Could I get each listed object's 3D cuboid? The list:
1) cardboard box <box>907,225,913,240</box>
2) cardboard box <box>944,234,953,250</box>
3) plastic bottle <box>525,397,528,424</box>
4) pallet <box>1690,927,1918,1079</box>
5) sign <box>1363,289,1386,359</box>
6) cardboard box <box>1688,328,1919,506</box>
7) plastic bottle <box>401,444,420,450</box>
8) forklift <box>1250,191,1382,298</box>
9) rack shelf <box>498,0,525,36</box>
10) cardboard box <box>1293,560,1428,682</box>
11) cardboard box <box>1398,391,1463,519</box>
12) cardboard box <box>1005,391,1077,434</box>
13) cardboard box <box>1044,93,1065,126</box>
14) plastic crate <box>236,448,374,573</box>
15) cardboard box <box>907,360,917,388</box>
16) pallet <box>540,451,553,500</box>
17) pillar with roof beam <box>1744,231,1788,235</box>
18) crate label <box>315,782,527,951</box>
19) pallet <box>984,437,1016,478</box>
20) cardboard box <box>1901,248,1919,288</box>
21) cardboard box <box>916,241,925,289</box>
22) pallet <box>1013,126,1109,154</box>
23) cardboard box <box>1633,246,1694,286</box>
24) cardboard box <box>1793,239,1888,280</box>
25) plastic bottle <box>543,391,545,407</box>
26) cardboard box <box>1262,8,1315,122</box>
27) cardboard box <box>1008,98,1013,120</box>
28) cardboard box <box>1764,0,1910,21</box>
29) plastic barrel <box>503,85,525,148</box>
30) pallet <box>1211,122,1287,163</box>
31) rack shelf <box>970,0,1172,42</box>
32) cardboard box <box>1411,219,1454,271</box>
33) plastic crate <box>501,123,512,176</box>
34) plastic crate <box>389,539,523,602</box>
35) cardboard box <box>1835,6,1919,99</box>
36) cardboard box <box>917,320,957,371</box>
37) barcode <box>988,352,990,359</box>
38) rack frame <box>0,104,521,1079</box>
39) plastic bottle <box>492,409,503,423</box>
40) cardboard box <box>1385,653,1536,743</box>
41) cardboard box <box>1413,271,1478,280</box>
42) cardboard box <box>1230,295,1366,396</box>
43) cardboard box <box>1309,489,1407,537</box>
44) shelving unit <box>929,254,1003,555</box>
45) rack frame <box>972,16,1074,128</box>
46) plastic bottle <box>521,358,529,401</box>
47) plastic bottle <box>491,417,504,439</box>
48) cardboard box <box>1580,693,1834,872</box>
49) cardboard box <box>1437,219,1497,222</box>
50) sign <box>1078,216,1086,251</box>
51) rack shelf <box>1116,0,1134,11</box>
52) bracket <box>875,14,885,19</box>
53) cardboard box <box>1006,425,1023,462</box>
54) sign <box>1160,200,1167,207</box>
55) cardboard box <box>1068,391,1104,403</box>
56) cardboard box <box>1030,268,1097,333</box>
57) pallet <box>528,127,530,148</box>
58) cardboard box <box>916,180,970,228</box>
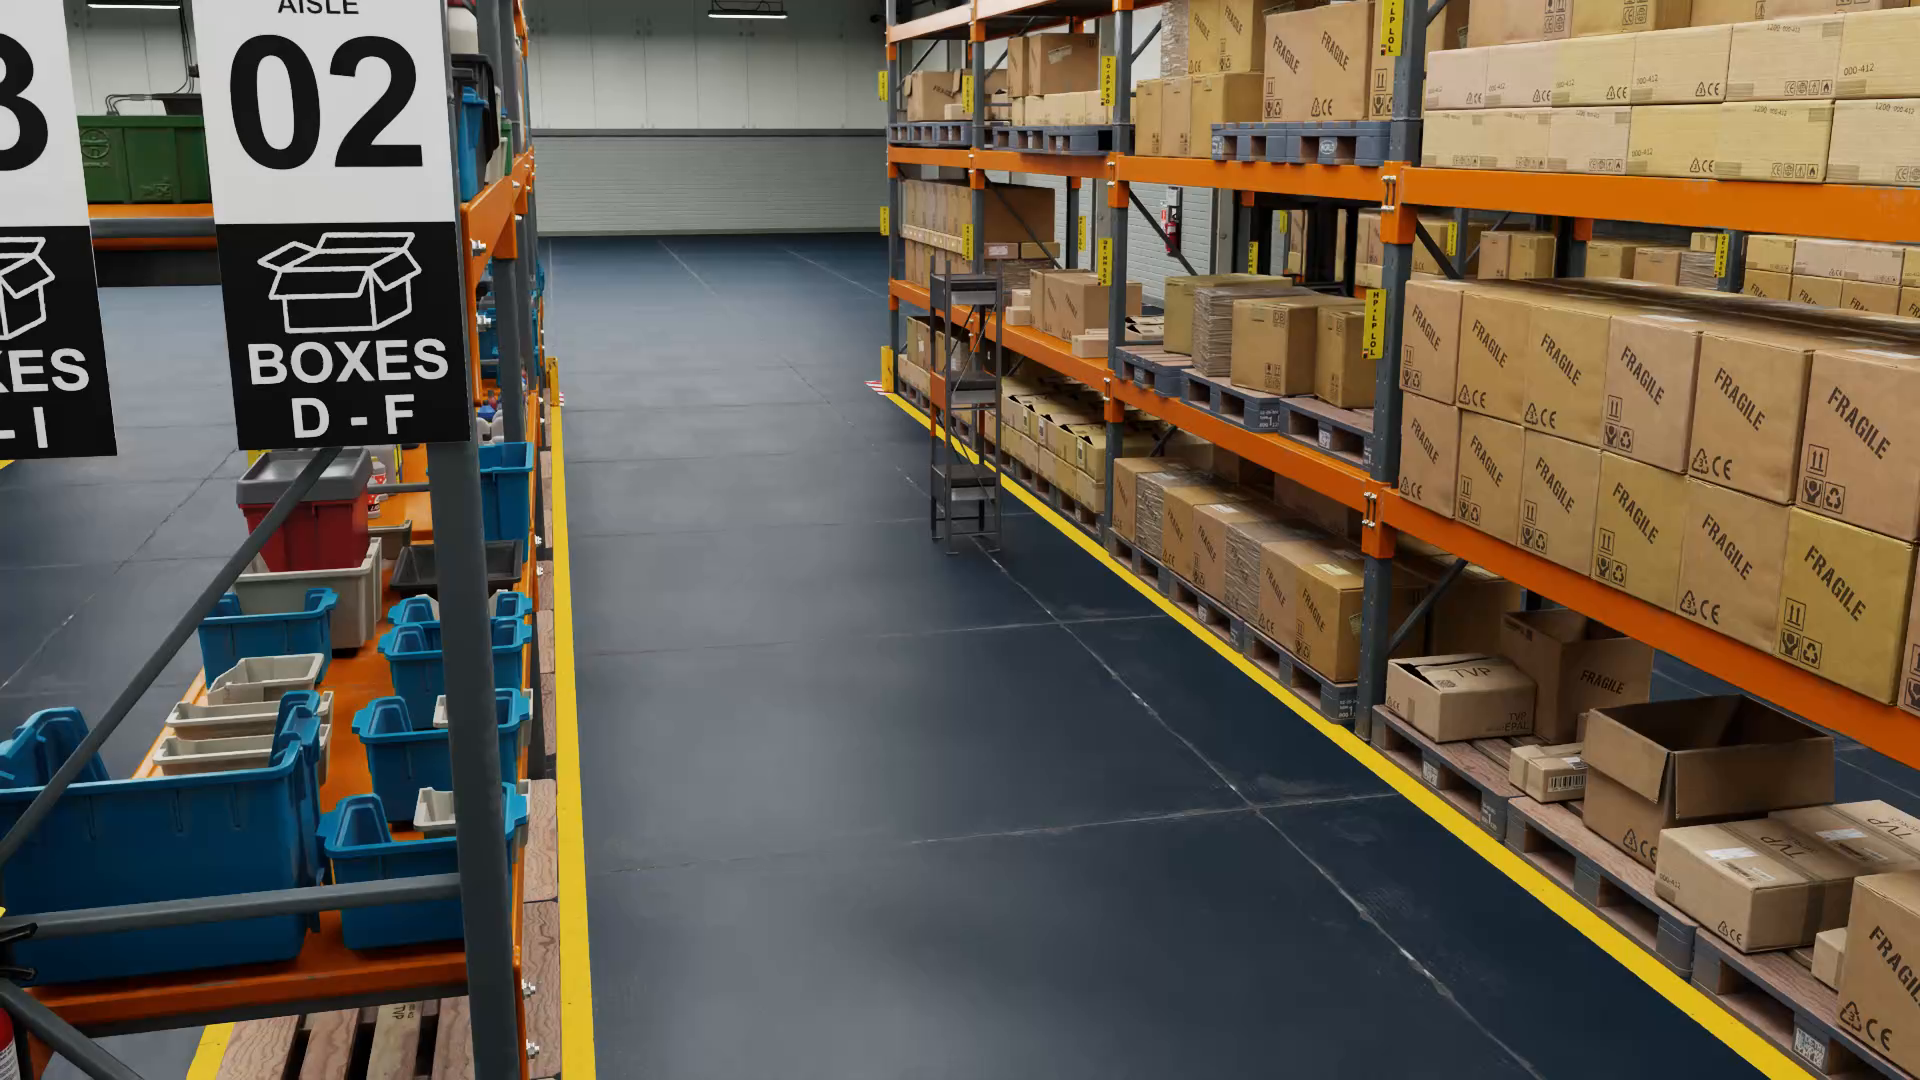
[{"bbox_3d":[-0.381,-3.455,18.671,0.380,0.149,0.250,-4,14,-15],"label":"cardboard box"},{"bbox_3d":[0.042,-3.039,16.969,0.380,0.149,0.250,-3,14,-12],"label":"cardboard box"},{"bbox_3d":[-2.578,-0.775,9.696,0.097,0.201,0.097,0,14,0],"label":"plastic bottle"},{"bbox_3d":[3.223,1.590,5.475,1.003,0.211,1.213,-3,14,-13],"label":"pallet"},{"bbox_3d":[1.951,-1.017,7.829,0.100,0.325,0.005,-3,14,-13],"label":"sign"},{"bbox_3d":[2.812,-0.421,5.512,0.500,0.500,0.500,-3,14,-12],"label":"cardboard box"},{"bbox_3d":[-3.002,-0.674,8.971,0.144,0.351,0.185,-3,14,-13],"label":"plastic bottle"},{"bbox_3d":[3.216,-2.136,14.993,1.130,2.935,3.031,-5,15,-21],"label":"forklift"},{"bbox_3d":[-3.735,-3.966,12.057,1.077,0.370,4.000,-3,14,-13],"label":"rack shelf"},{"bbox_3d":[2.096,0.417,8.742,0.500,0.500,0.500,-3,14,-13],"label":"cardboard box"},{"bbox_3d":[2.345,-0.402,7.541,0.500,0.500,0.500,-3,14,-12],"label":"cardboard box"},{"bbox_3d":[0.701,-1.128,14.451,0.500,0.311,0.500,-4,14,-15],"label":"cardboard box"},{"bbox_3d":[1.001,-3.476,13.443,0.500,0.250,0.500,-5,14,-18],"label":"cardboard box"},{"bbox_3d":[-2.360,-0.051,6.055,0.402,0.464,0.583,-3,14,-13],"label":"plastic crate"},{"bbox_3d":[-0.298,-1.872,18.676,0.500,0.250,0.500,-3,14,-13],"label":"cardboard box"},{"bbox_3d":[-3.982,-0.523,14.122,1.003,0.211,1.213,-3,14,-13],"label":"pallet"},{"bbox_3d":[2.716,-4.708,12.738,9.100,9.000,0.400,-3,14,-13],"label":"pillar with roof beam"},{"bbox_3d":[-1.124,0.689,3.514,0.416,0.233,0.303,-3,14,-13],"label":"crate label"},{"bbox_3d":[0.822,-0.809,15.295,1.003,0.211,1.213,-3,14,-13],"label":"pallet"},{"bbox_3d":[6.595,-1.777,10.922,0.500,0.250,0.500,-4,14,-14],"label":"cardboard box"},{"bbox_3d":[-0.103,-3.074,18.477,0.700,0.500,0.500,-3,14,-12],"label":"cardboard box"},{"bbox_3d":[1.039,-3.184,13.216,1.003,0.211,1.213,-3,14,-11],"label":"pallet"},{"bbox_3d":[6.087,-2.183,13.906,0.700,0.500,0.500,-5,14,-18],"label":"cardboard box"},{"bbox_3d":[6.348,-2.010,11.874,0.500,0.250,0.500,-3,14,-14],"label":"cardboard box"},{"bbox_3d":[-4.254,-1.411,16.694,0.152,0.276,0.135,-3,14,-13],"label":"plastic bottle"},{"bbox_3d":[2.127,-2.672,9.418,0.600,0.600,0.600,-4,14,-15],"label":"cardboard box"},{"bbox_3d":[0.749,-4.240,15.752,0.500,0.500,0.500,-2,14,-9],"label":"cardboard box"},{"bbox_3d":[3.036,-1.902,5.254,0.700,0.500,0.500,-3,14,-13],"label":"cardboard box"},{"bbox_3d":[-3.040,-2.734,10.741,0.421,0.512,0.421,0,14,0],"label":"plastic barrel"},{"bbox_3d":[2.159,-2.245,9.373,1.213,0.211,1.003,-3,14,-13],"label":"pallet"},{"bbox_3d":[1.081,-4.241,13.183,1.077,0.370,4.000,-3,14,-13],"label":"rack shelf"},{"bbox_3d":[4.891,-3.116,17.557,0.500,0.500,0.500,-3,14,-14],"label":"cardboard box"},{"bbox_3d":[-1.932,-1.484,6.308,0.450,0.188,0.662,-3,14,-13],"label":"plastic crate"},{"bbox_3d":[-1.802,0.137,6.000,0.437,0.125,0.590,-3,14,-13],"label":"plastic crate"},{"bbox_3d":[2.943,-1.410,4.821,0.500,0.250,0.500,-3,14,-13],"label":"cardboard box"},{"bbox_3d":[-0.169,-2.121,18.117,0.500,0.500,0.500,-3,14,-13],"label":"cardboard box"},{"bbox_3d":[0.266,-1.715,15.445,0.001,0.075,0.075,-3,14,-13],"label":"barcode"},{"bbox_3d":[-1.386,0.712,3.193,1.000,3.000,0.127,-3,14,-13],"label":"rack frame"},{"bbox_3d":[-2.336,-0.546,8.602,0.152,0.276,0.135,-3,14,-13],"label":"plastic bottle"},{"bbox_3d":[2.378,0.715,7.918,0.500,0.311,0.500,-3,14,-13],"label":"cardboard box"},{"bbox_3d":[5.020,-2.638,17.178,0.500,0.250,0.500,-3,14,-13],"label":"cardboard box"},{"bbox_3d":[2.015,-1.143,9.689,0.700,0.500,0.500,-7,16,-27],"label":"cardboard box"},{"bbox_3d":[2.378,-0.206,9.709,0.500,0.250,0.500,-3,14,-13],"label":"cardboard box"},{"bbox_3d":[0.039,-0.982,12.022,0.431,2.100,0.503,-3,14,-13],"label":"shelving unit"},{"bbox_3d":[0.611,-5.246,14.939,1.000,3.000,0.127,-3,14,-13],"label":"rack frame"},{"bbox_3d":[-2.755,-1.007,10.476,0.061,0.283,0.133,-3,14,-13],"label":"plastic bottle"},{"bbox_3d":[-2.281,-0.492,8.383,0.152,0.276,0.135,-3,14,-13],"label":"plastic bottle"},{"bbox_3d":[2.936,0.946,6.568,0.797,0.503,0.637,-3,14,-13],"label":"cardboard box"},{"bbox_3d":[5.400,-3.149,17.692,0.500,0.500,0.500,-3,14,-13],"label":"cardboard box"},{"bbox_3d":[1.136,-2.888,15.656,0.100,0.325,0.005,-3,14,-13],"label":"sign"},{"bbox_3d":[2.020,-3.318,9.406,1.077,0.370,4.000,-3,14,-13],"label":"rack shelf"},{"bbox_3d":[-2.415,-15.488,49.277,0.076,0.066,3.189,-3,14,-13],"label":"bracket"},{"bbox_3d":[0.708,-0.856,14.518,0.500,0.250,0.500,-4,14,-15],"label":"cardboard box"},{"bbox_3d":[3.502,-5.781,28.578,0.001,0.109,0.331,-3,14,-13],"label":"sign"},{"bbox_3d":[1.228,-1.160,14.582,0.500,0.311,0.500,-3,14,-13],"label":"cardboard box"},{"bbox_3d":[0.899,-2.081,14.413,0.500,0.500,0.500,-2,14,-9],"label":"cardboard box"},{"bbox_3d":[-4.469,-3.583,14.850,1.213,0.211,1.003,-3,14,-13],"label":"pallet"},{"bbox_3d":[-0.090,-3.692,18.273,0.700,0.500,0.500,-4,14,-15],"label":"cardboard box"}]
